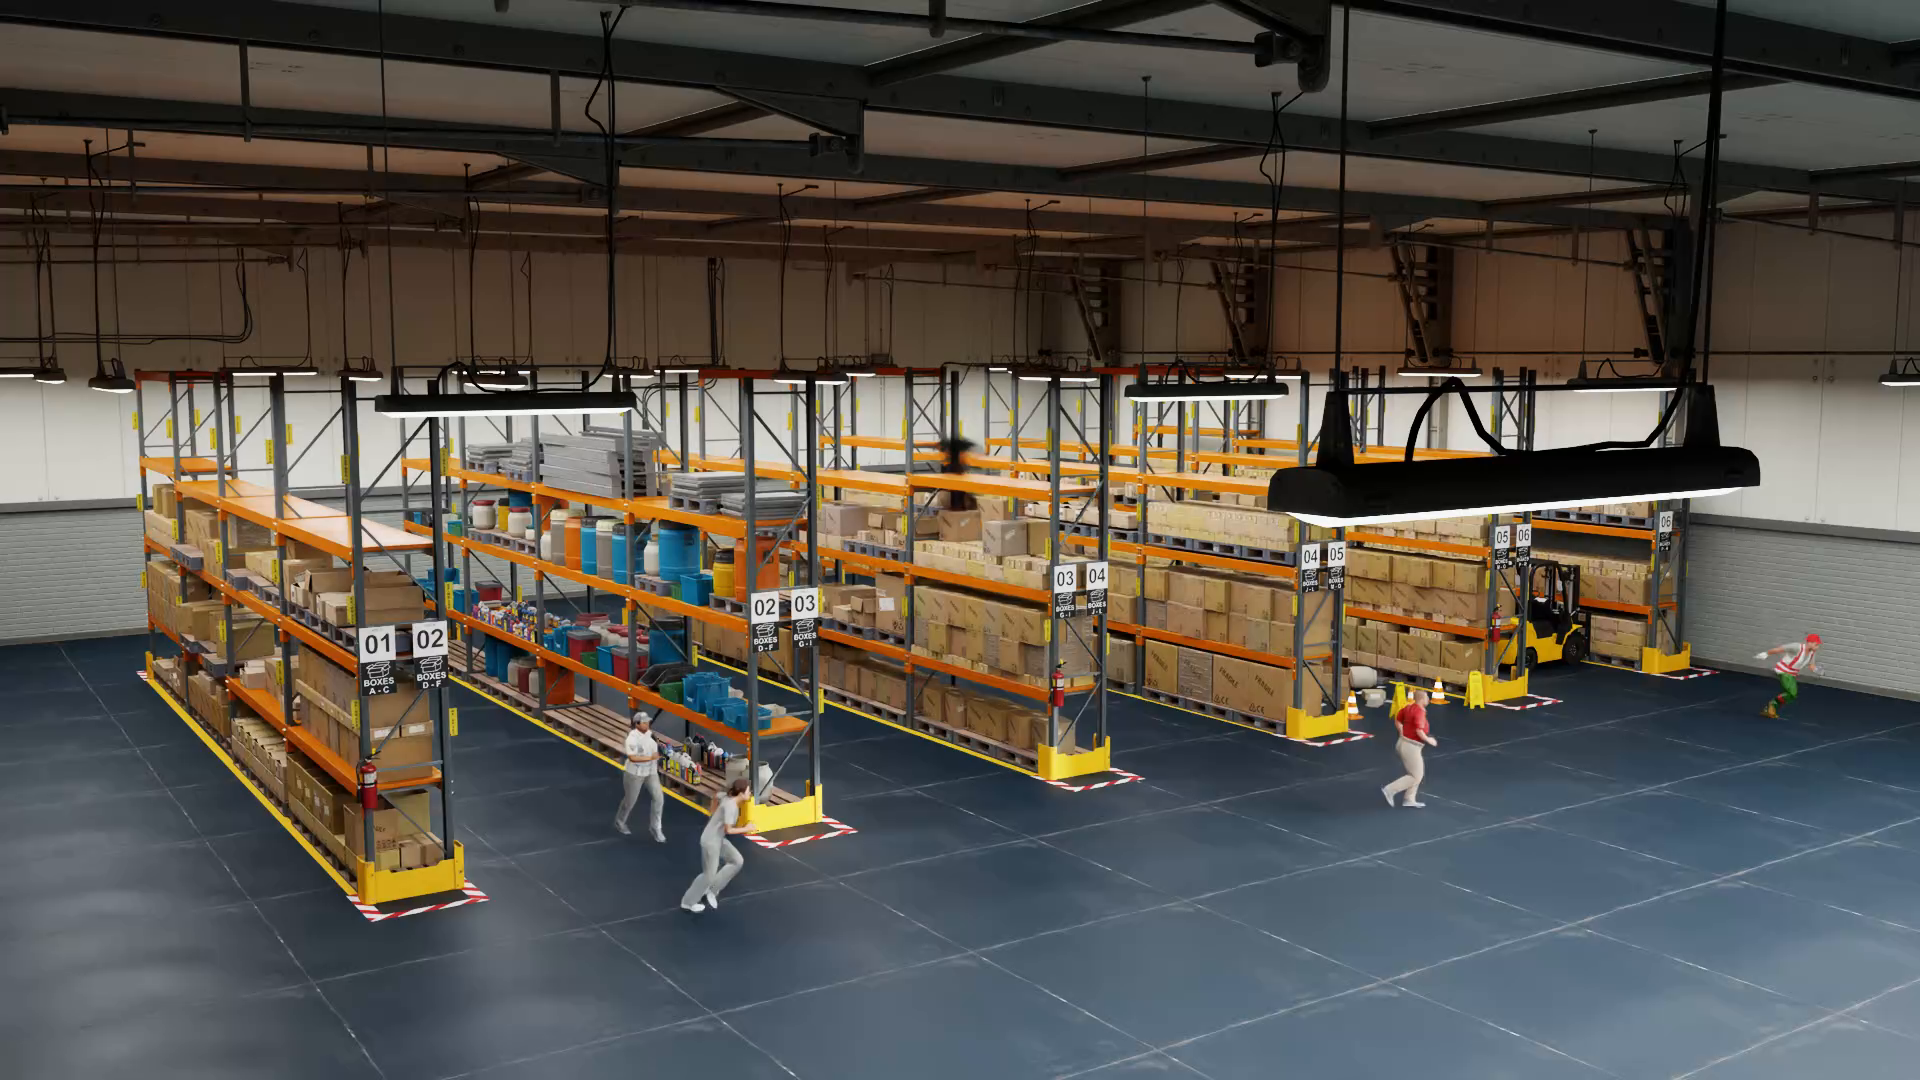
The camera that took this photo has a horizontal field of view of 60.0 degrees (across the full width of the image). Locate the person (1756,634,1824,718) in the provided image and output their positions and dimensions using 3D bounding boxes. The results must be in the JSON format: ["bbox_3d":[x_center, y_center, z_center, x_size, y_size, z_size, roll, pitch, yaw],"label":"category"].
[{"bbox_3d":[14.293,2.336,28.542,0.656,1.534,1.018,-4,7,-30],"label":"person"}]

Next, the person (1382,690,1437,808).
[{"bbox_3d":[6.212,2.912,23.079,0.772,1.677,0.663,-1,6,-6],"label":"person"}]

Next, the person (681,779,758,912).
[{"bbox_3d":[-2.735,3.443,18.887,0.888,1.505,0.595,-1,6,-5],"label":"person"}]

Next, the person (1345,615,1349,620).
[{"bbox_3d":[8.261,1.557,35.674,0.537,1.534,0.576,-6,9,-42],"label":"person"}]

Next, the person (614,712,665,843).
[{"bbox_3d":[-4.168,3.075,21.615,0.842,1.717,0.550,5,8,37],"label":"person"}]
